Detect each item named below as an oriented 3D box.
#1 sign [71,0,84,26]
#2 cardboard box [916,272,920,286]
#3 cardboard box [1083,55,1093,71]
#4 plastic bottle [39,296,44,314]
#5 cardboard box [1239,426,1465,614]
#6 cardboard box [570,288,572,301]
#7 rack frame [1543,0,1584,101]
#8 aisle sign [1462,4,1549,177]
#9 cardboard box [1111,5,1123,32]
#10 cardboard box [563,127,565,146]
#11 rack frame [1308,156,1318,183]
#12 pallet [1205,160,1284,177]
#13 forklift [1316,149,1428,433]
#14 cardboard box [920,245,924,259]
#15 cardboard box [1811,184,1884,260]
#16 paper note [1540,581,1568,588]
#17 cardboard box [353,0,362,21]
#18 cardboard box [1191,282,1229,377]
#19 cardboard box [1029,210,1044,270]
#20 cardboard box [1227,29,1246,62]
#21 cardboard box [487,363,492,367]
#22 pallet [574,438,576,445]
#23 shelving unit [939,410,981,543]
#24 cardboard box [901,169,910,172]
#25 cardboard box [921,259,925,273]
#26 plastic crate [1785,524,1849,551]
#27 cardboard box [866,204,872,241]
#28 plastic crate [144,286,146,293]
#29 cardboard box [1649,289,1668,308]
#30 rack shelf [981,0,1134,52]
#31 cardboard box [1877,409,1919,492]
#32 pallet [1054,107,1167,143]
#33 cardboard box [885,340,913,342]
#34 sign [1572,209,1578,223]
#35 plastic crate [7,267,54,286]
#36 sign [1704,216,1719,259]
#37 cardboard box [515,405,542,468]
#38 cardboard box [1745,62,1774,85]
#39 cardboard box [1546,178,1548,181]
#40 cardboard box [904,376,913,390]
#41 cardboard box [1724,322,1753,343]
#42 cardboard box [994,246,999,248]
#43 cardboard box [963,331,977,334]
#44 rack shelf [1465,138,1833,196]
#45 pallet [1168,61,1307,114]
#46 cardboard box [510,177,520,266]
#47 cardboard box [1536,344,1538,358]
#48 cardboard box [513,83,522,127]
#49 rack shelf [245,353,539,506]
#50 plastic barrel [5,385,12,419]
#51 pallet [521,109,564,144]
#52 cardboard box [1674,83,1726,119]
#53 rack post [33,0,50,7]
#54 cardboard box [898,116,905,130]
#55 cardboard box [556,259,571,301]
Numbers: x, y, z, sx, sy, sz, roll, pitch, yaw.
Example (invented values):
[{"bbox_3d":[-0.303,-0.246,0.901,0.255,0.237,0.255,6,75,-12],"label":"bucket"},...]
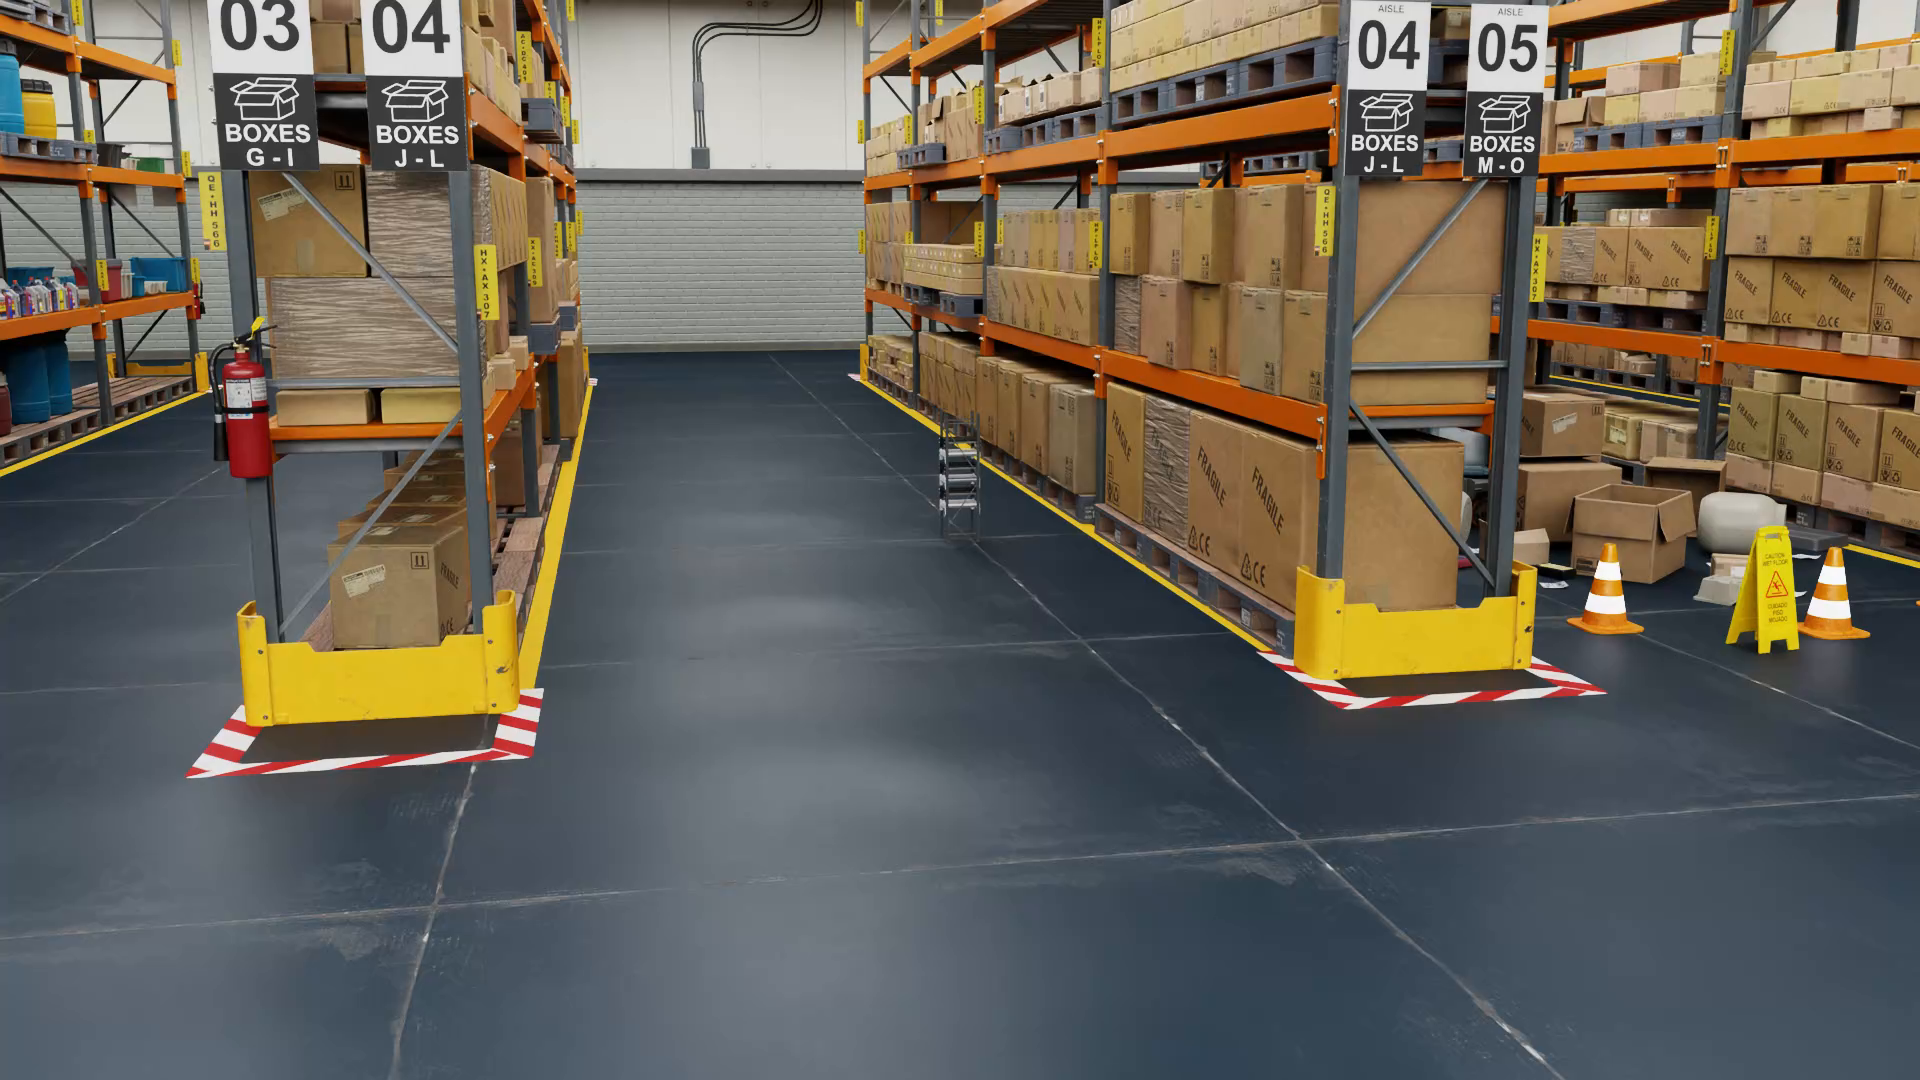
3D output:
[{"bbox_3d":[-9.265,-5.569,17.450,0.100,0.325,0.005,-2,11,-11],"label":"sign"},{"bbox_3d":[-0.284,-2.899,18.452,0.380,0.149,0.250,-2,11,-10],"label":"cardboard box"},{"bbox_3d":[1.329,-3.783,13.870,0.500,0.500,0.500,-2,11,-11],"label":"cardboard box"},{"bbox_3d":[-9.166,-2.343,16.514,0.097,0.201,0.097,0,11,0],"label":"plastic bottle"},{"bbox_3d":[2.076,-0.131,8.922,0.875,0.875,0.875,-2,11,-11],"label":"cardboard box"},{"bbox_3d":[-4.678,-2.828,19.206,0.380,0.149,0.250,-2,11,-11],"label":"cardboard box"},{"bbox_3d":[8.865,-7.108,24.973,1.000,3.000,0.127,-2,11,-11],"label":"rack frame"},{"bbox_3d":[2.581,-2.121,7.867,0.394,0.787,0.004,-2,11,-11],"label":"aisle sign"},{"bbox_3d":[1.232,-3.498,11.180,0.380,0.149,0.250,-2,11,-10],"label":"cardboard box"},{"bbox_3d":[-5.571,-5.304,21.859,0.700,0.500,0.500,-3,11,-14],"label":"cardboard box"},{"bbox_3d":[4.774,-3.246,20.728,1.000,3.000,0.127,-2,11,-11],"label":"rack frame"},{"bbox_3d":[4.151,-5.274,23.597,1.003,0.211,1.213,-2,11,-11],"label":"pallet"},{"bbox_3d":[3.876,-1.976,14.242,3.031,2.935,1.130,-2,11,-11],"label":"forklift"},{"bbox_3d":[-0.232,-3.143,18.143,0.380,0.149,0.250,-2,11,-11],"label":"cardboard box"},{"bbox_3d":[6.352,-2.189,11.437,0.700,0.500,0.500,-2,11,-12],"label":"cardboard box"},{"bbox_3d":[3.641,0.271,10.194,0.144,0.017,0.142,2,11,9],"label":"paper note"},{"bbox_3d":[-2.439,-2.339,7.277,0.380,0.149,0.250,-2,11,-11],"label":"cardboard box"},{"bbox_3d":[1.898,-1.290,10.048,0.875,0.550,0.500,-2,11,-11],"label":"cardboard box"},{"bbox_3d":[0.996,-2.585,14.312,0.700,0.500,0.500,-2,11,-12],"label":"cardboard box"},{"bbox_3d":[1.677,-2.687,9.052,0.380,0.149,0.250,-2,11,-12],"label":"cardboard box"},{"bbox_3d":[-2.684,-0.851,8.818,0.380,0.149,0.250,-2,11,-11],"label":"cardboard box"},{"bbox_3d":[-4.482,-1.153,17.188,1.003,0.211,1.213,-2,11,-11],"label":"pallet"},{"bbox_3d":[-0.002,-0.444,11.620,0.258,0.900,0.210,-2,11,-11],"label":"shelving unit"},{"bbox_3d":[-0.422,-4.527,19.839,0.500,0.250,0.500,-2,11,-10],"label":"cardboard box"},{"bbox_3d":[-0.227,-2.996,18.166,0.380,0.149,0.250,-2,11,-9],"label":"cardboard box"},{"bbox_3d":[5.831,-0.027,11.622,0.402,0.080,0.583,-6,13,-31],"label":"plastic crate"},{"bbox_3d":[-1.012,-4.375,22.925,0.500,0.500,0.500,-2,11,-11],"label":"cardboard box"},{"bbox_3d":[-10.050,-3.038,20.183,0.298,0.136,0.250,-2,11,-11],"label":"plastic crate"},{"bbox_3d":[5.926,-1.995,13.704,0.380,0.149,0.250,-2,11,-13],"label":"cardboard box"},{"bbox_3d":[1.106,-4.344,13.447,1.077,0.370,4.000,-2,11,-11],"label":"rack shelf"},{"bbox_3d":[6.501,-0.595,11.024,0.500,0.500,0.500,-2,11,-12],"label":"cardboard box"},{"bbox_3d":[1.268,-3.126,12.587,0.805,0.209,1.217,-3,11,-13],"label":"pallet"},{"bbox_3d":[-0.802,-2.580,22.139,0.380,0.149,0.250,-2,11,-9],"label":"cardboard box"},{"bbox_3d":[9.413,-4.901,25.483,0.100,0.325,0.005,-2,11,-11],"label":"sign"},{"bbox_3d":[-10.230,-2.800,18.269,0.392,0.384,0.575,-2,11,-11],"label":"plastic crate"},{"bbox_3d":[5.787,-2.327,12.801,0.100,0.325,0.005,-2,11,-11],"label":"sign"},{"bbox_3d":[-3.781,-0.813,13.454,0.700,0.500,0.500,-1,11,-6],"label":"cardboard box"},{"bbox_3d":[6.071,-3.451,12.321,0.380,0.149,0.250,-2,11,-12],"label":"cardboard box"},{"bbox_3d":[8.756,-5.300,24.168,0.380,0.149,0.250,-2,11,-10],"label":"cardboard box"},{"bbox_3d":[-0.472,-1.913,20.225,0.380,0.149,0.250,-2,11,-10],"label":"cardboard box"},{"bbox_3d":[6.077,-1.586,12.678,0.380,0.149,0.250,-2,11,-11],"label":"cardboard box"},{"bbox_3d":[0.560,-3.022,17.507,0.380,0.149,0.250,-2,11,-9],"label":"cardboard box"},{"bbox_3d":[0.331,-2.267,19.139,0.500,0.250,0.500,-2,11,-13],"label":"cardboard box"},{"bbox_3d":[5.941,-3.266,14.733,1.077,0.370,4.000,-2,11,-11],"label":"rack shelf"},{"bbox_3d":[1.877,-2.636,9.740,1.003,0.211,1.213,-2,11,-11],"label":"pallet"},{"bbox_3d":[-2.838,-1.849,9.650,0.500,0.500,0.500,-2,11,-11],"label":"cardboard box"},{"bbox_3d":[8.891,-3.025,25.121,0.797,0.503,0.637,-3,11,-13],"label":"cardboard box"},{"bbox_3d":[-3.046,-2.744,10.470,0.500,0.250,0.500,-2,11,-9],"label":"cardboard box"},{"bbox_3d":[-3.001,-0.698,9.265,1.077,0.370,4.000,-2,11,-11],"label":"rack shelf"},{"bbox_3d":[-9.556,-1.352,16.310,0.421,0.512,0.421,0,11,0],"label":"plastic barrel"},{"bbox_3d":[-3.611,-3.107,12.477,1.213,0.211,1.003,-2,11,-11],"label":"pallet"},{"bbox_3d":[6.075,-3.487,13.248,0.500,0.250,0.500,-2,11,-12],"label":"cardboard box"},{"bbox_3d":[-9.672,-5.460,16.516,0.937,0.300,0.954,-2,11,-12],"label":"rack post"},{"bbox_3d":[-0.541,-5.027,20.063,0.380,0.149,0.250,-2,11,-11],"label":"cardboard box"},{"bbox_3d":[-4.588,-2.859,18.426,0.500,0.500,0.500,-2,11,-11],"label":"cardboard box"}]
